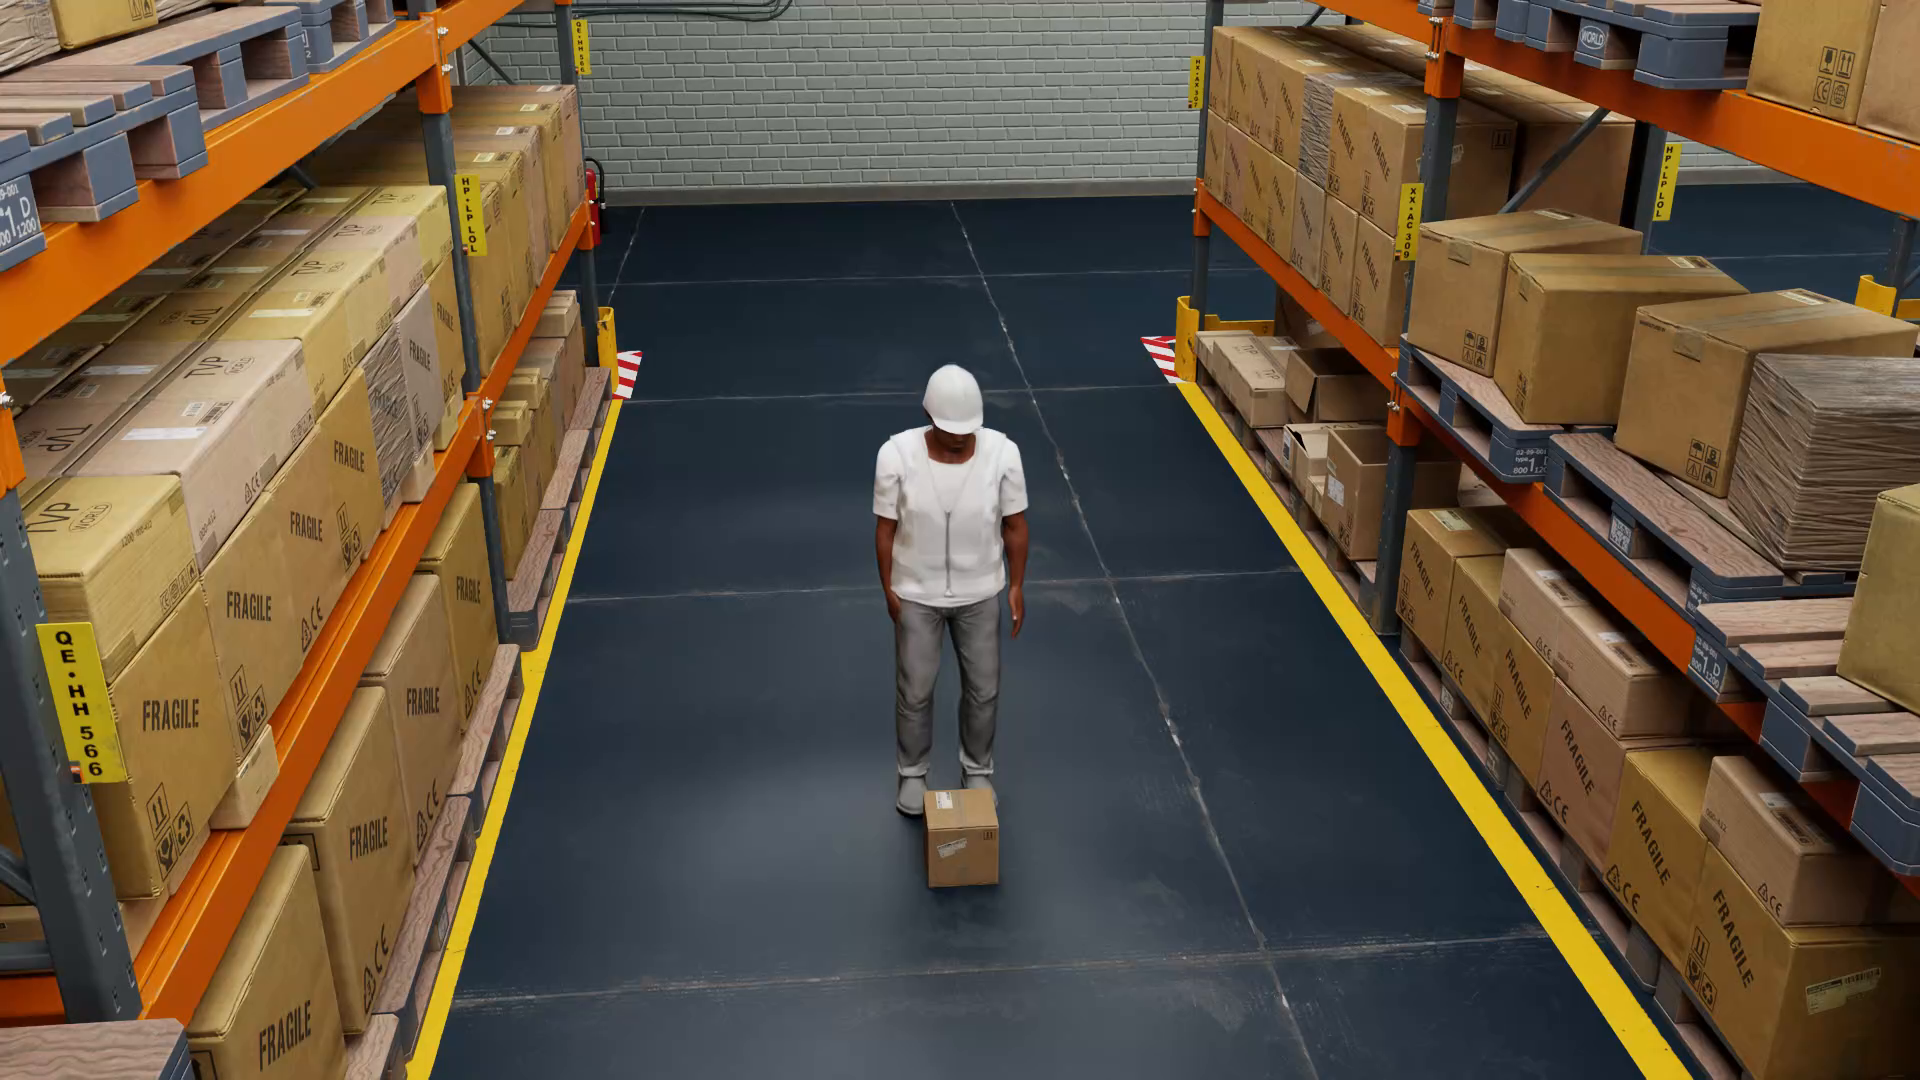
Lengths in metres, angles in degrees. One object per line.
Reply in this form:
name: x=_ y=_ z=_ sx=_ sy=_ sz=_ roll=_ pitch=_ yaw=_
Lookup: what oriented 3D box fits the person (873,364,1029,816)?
person: x=-0.030 y=0.191 z=6.149 sx=0.571 sy=1.757 sz=0.379 roll=-2 pitch=24 yaw=-4
